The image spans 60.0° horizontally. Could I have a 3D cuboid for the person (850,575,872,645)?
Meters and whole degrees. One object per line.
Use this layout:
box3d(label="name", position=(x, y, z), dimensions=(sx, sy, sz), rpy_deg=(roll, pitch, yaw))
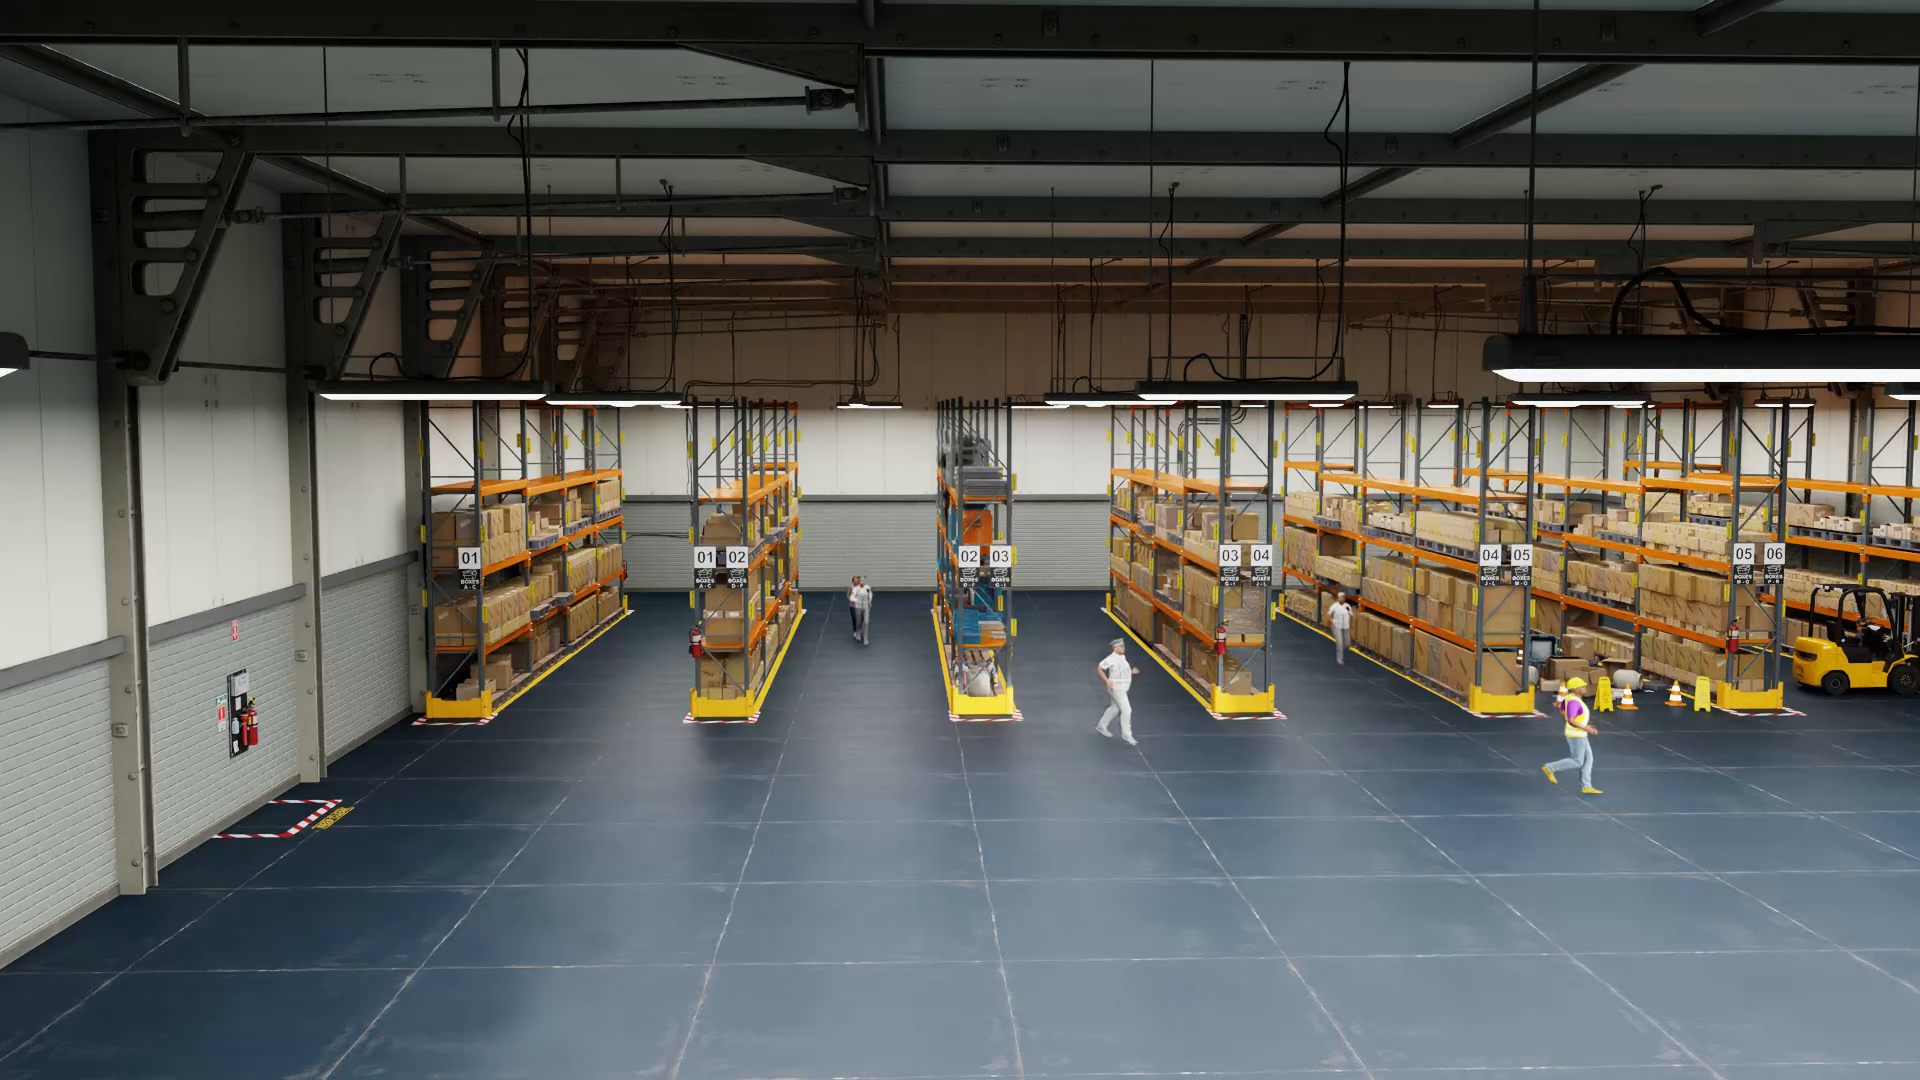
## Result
box3d(label="person", position=(-2.430, 1.702, 41.048), dimensions=(0.572, 1.699, 0.911), rpy_deg=(-1, 4, -8))

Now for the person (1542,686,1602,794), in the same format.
box3d(label="person", position=(9.208, 2.952, 24.954), dimensions=(0.868, 1.714, 0.697), rpy_deg=(2, 5, 21))

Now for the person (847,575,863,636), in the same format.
box3d(label="person", position=(-2.608, 1.689, 42.071), dimensions=(0.520, 1.539, 0.570), rpy_deg=(-1, 4, -9))

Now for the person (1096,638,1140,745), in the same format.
box3d(label="person", position=(2.726, 2.608, 28.825), dimensions=(0.836, 1.840, 0.641), rpy_deg=(2, 5, 24))

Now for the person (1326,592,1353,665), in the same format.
box3d(label="person", position=(8.642, 2.003, 37.781), dimensions=(0.611, 1.606, 0.645), rpy_deg=(0, 4, -5))
